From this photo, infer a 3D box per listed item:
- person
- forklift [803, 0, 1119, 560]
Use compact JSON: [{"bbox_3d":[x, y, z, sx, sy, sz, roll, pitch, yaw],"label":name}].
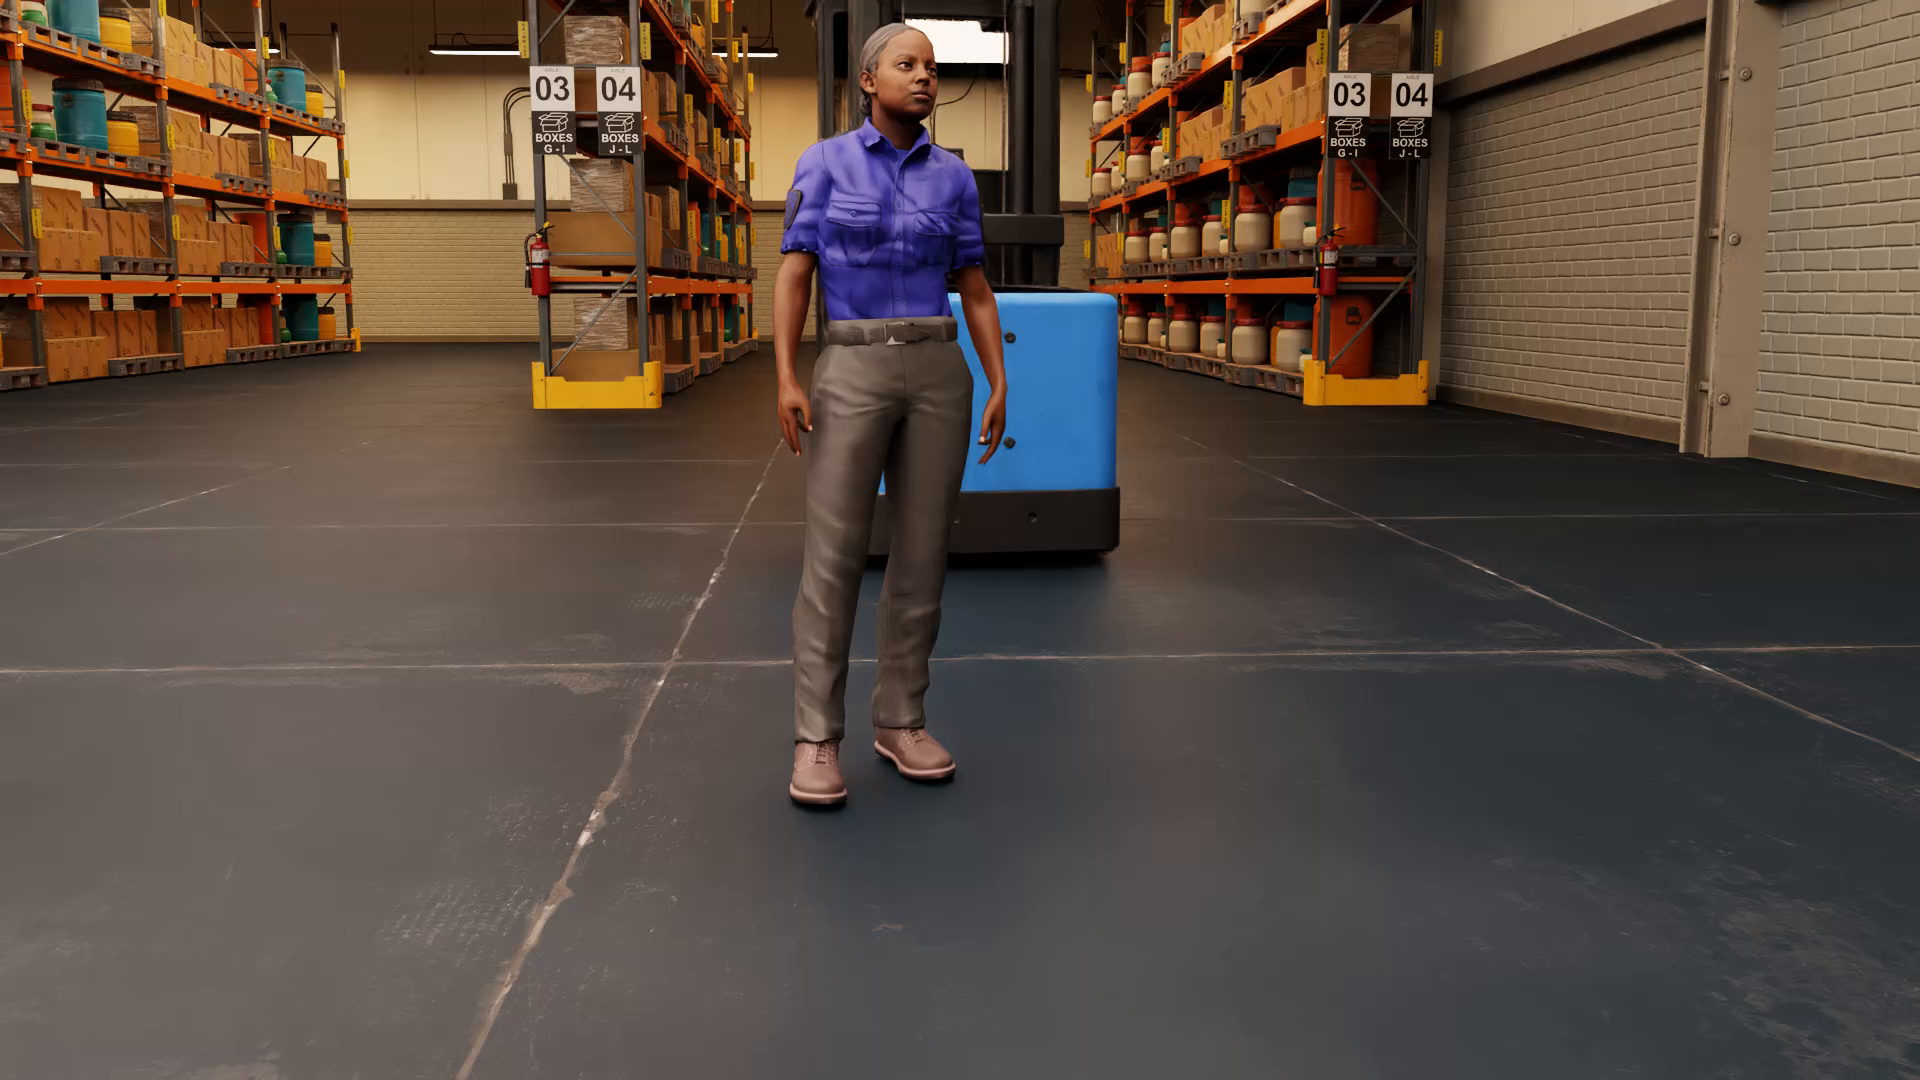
[{"bbox_3d":[-0.143,-0.301,3.651,0.569,1.656,0.503,-3,9,-19],"label":"person"},{"bbox_3d":[-0.136,-1.548,7.755,1.130,2.935,3.031,-2,9,-10],"label":"forklift"}]
